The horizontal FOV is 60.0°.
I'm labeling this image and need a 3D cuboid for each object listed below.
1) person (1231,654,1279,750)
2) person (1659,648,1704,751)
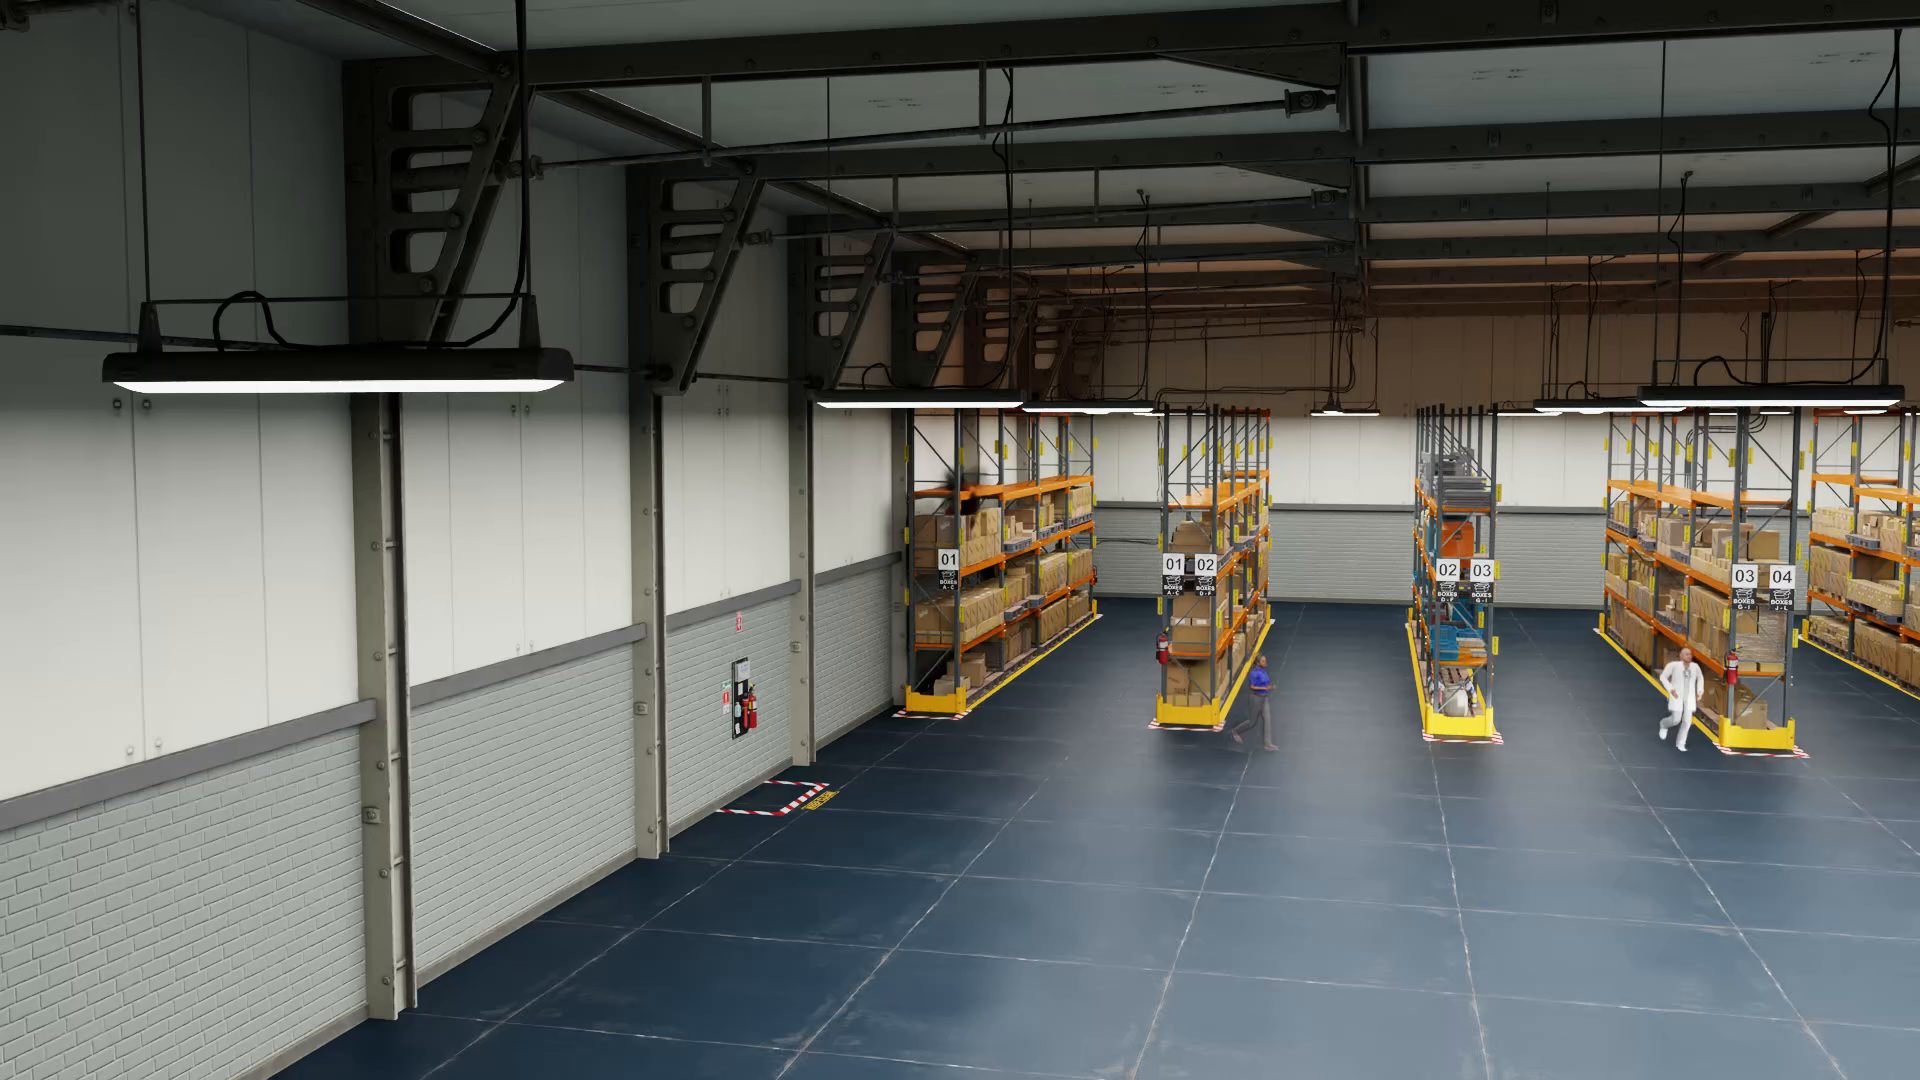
[{"bbox_3d":[5.141,2.788,28.770,0.891,1.632,0.580,4,6,41],"label":"person"},{"bbox_3d":[12.609,2.769,29.038,0.755,1.786,0.756,0,4,0],"label":"person"}]
